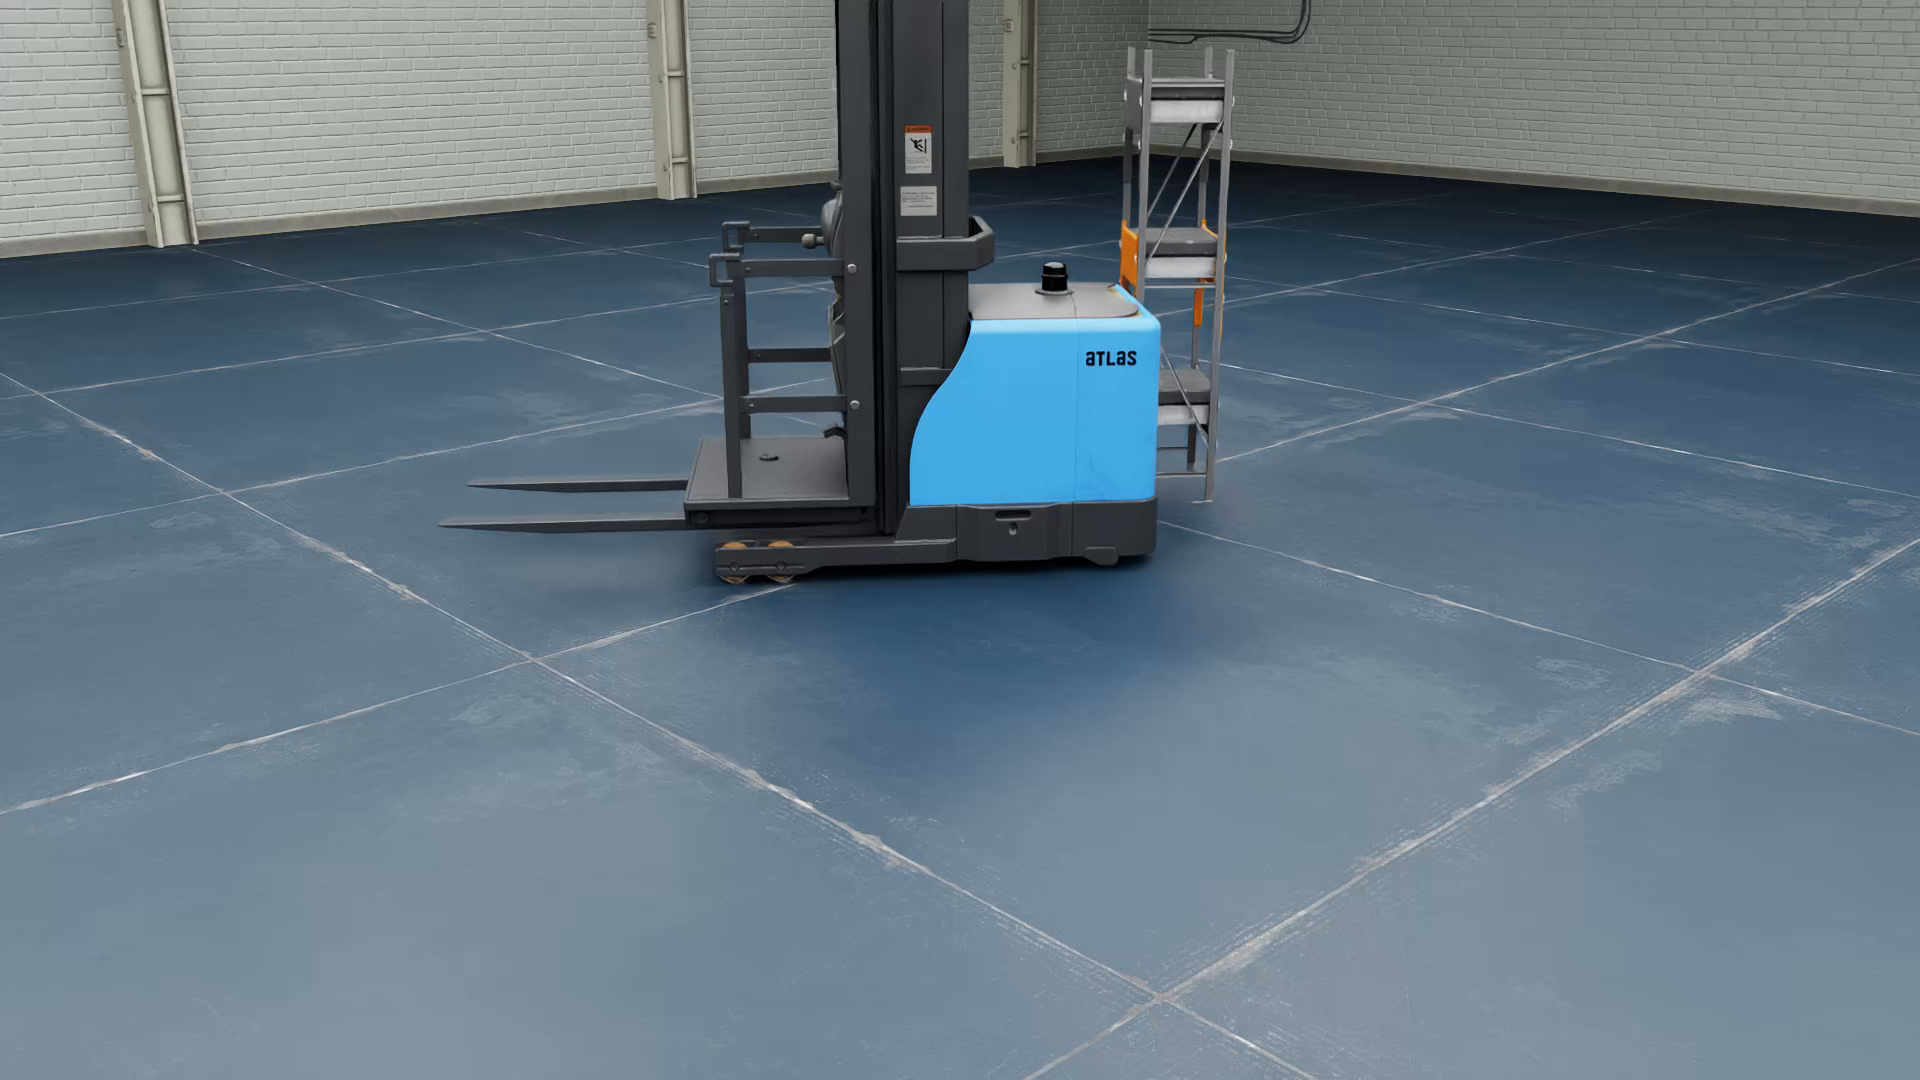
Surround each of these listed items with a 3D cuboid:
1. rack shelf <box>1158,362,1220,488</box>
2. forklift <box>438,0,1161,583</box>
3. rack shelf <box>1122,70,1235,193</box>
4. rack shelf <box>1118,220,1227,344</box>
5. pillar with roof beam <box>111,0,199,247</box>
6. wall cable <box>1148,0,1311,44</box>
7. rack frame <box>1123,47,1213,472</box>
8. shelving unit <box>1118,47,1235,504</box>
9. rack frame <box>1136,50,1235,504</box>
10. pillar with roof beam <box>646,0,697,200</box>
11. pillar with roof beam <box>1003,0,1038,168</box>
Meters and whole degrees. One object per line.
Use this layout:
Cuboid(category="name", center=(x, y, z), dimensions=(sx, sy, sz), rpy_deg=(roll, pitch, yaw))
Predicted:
Cuboid(category="rack shelf", center=(1.003, -0.568, 8.143), dimensions=(0.431, 0.518, 0.480), rpy_deg=(-1, 18, -3))
Cuboid(category="forklift", center=(-0.703, -1.386, 7.006), dimensions=(3.031, 2.935, 1.130), rpy_deg=(-1, 18, -5))
Cuboid(category="rack shelf", center=(1.004, -1.900, 7.713), dimensions=(0.431, 0.518, 0.480), rpy_deg=(-1, 18, -3))
Cuboid(category="rack shelf", center=(1.003, -1.234, 7.928), dimensions=(0.431, 0.518, 0.480), rpy_deg=(-1, 18, -3))
Cuboid(category="pillar with roof beam", center=(-4.893, -6.270, 12.232), dimensions=(0.400, 9.000, 9.100), rpy_deg=(-16, 24, -41))
Cuboid(category="wall cable", center=(3.918, -8.628, 24.540), dimensions=(0.112, 2.526, 3.097), rpy_deg=(-16, 24, -41))
Cuboid(category="rack frame", center=(0.990, -1.322, 8.156), dimensions=(0.400, 2.100, 0.015), rpy_deg=(-1, 18, -3))
Cuboid(category="shelving unit", center=(1.004, -1.247, 7.924), dimensions=(0.431, 2.100, 0.503), rpy_deg=(-1, 18, -3))
Cuboid(category="rack frame", center=(1.017, -1.172, 7.692), dimensions=(0.400, 2.100, 0.015), rpy_deg=(-1, 18, -3))
Cuboid(category="pillar with roof beam", center=(-0.533, -7.541, 16.153), dimensions=(0.400, 9.000, 9.100), rpy_deg=(-16, 24, -41))
Cuboid(category="pillar with roof beam", center=(3.826, -8.813, 20.075), dimensions=(0.400, 9.000, 9.100), rpy_deg=(-16, 24, -41))
